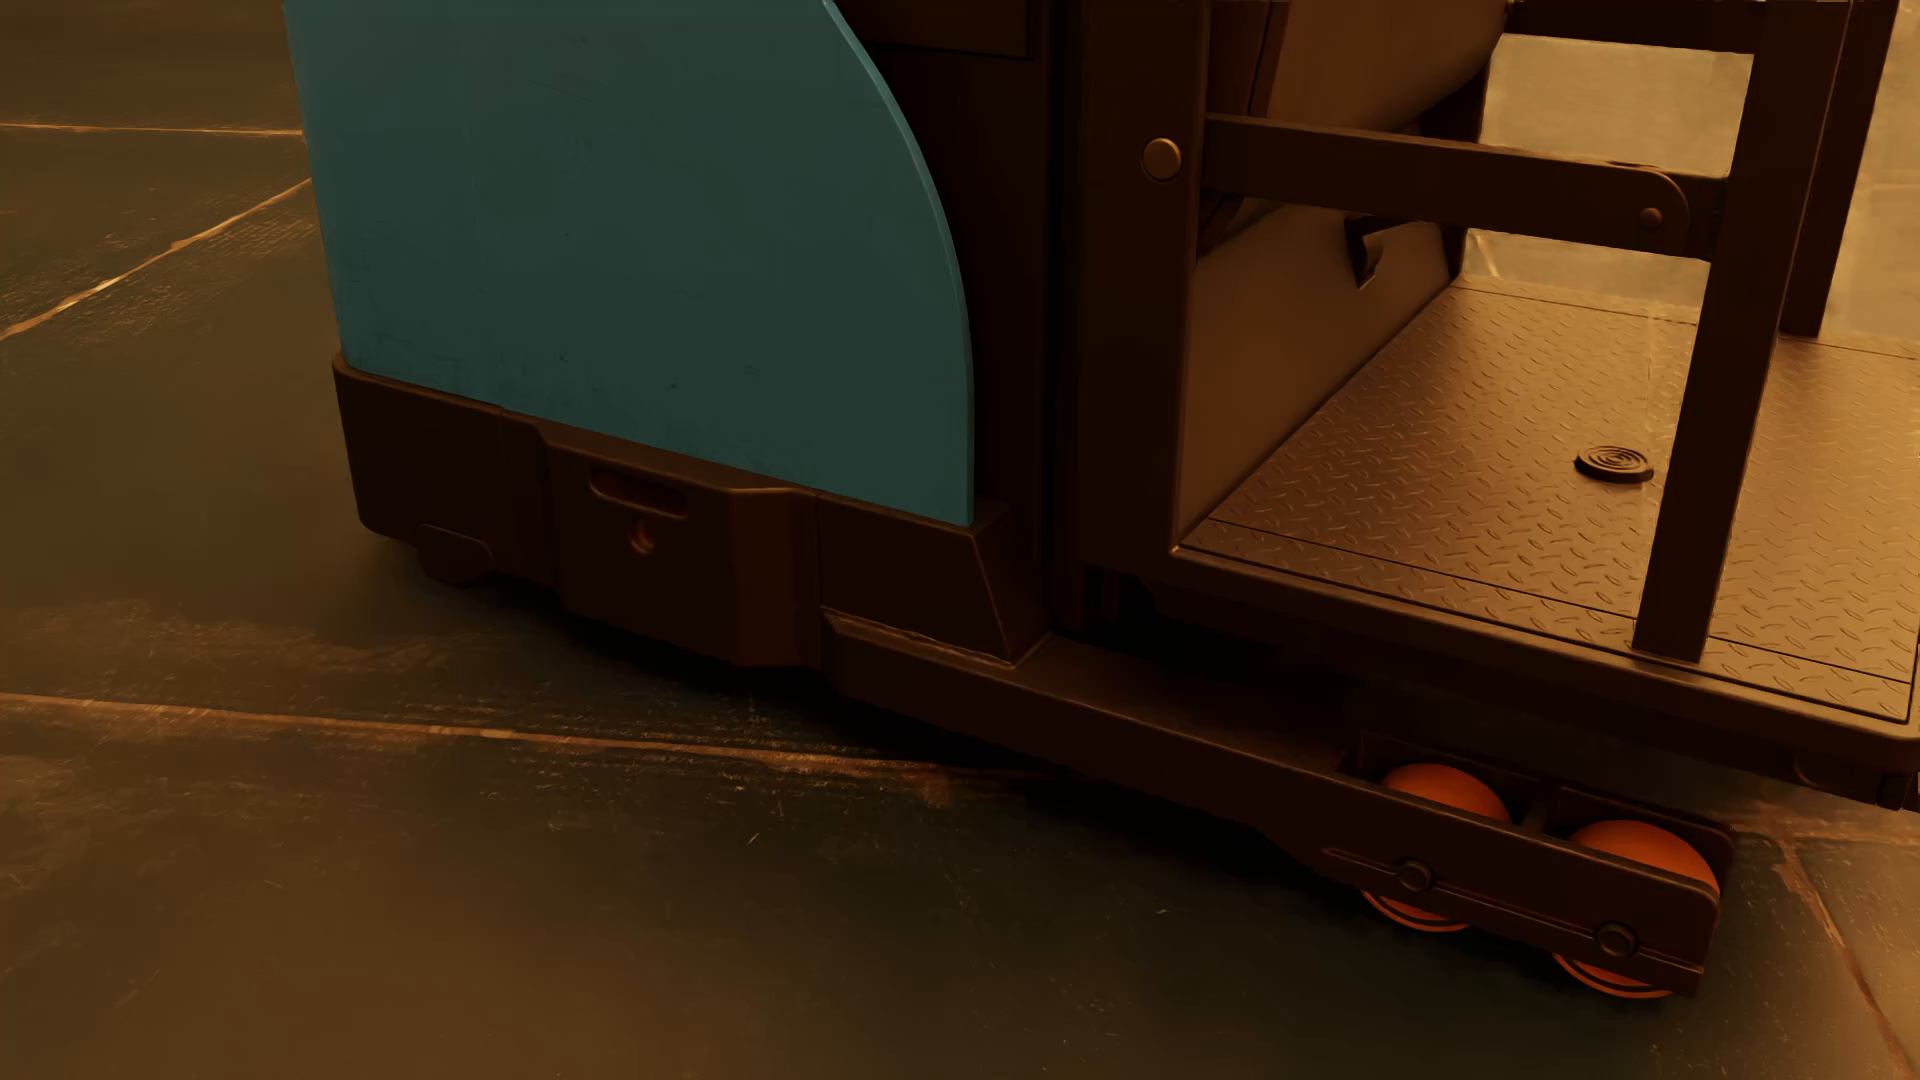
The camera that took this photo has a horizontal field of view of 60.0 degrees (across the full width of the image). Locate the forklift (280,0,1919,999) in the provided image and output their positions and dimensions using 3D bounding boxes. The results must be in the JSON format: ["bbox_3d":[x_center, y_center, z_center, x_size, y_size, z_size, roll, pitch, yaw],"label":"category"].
[{"bbox_3d":[0.657,-1.141,1.503,3.031,2.935,1.130,15,30,27],"label":"forklift"}]
